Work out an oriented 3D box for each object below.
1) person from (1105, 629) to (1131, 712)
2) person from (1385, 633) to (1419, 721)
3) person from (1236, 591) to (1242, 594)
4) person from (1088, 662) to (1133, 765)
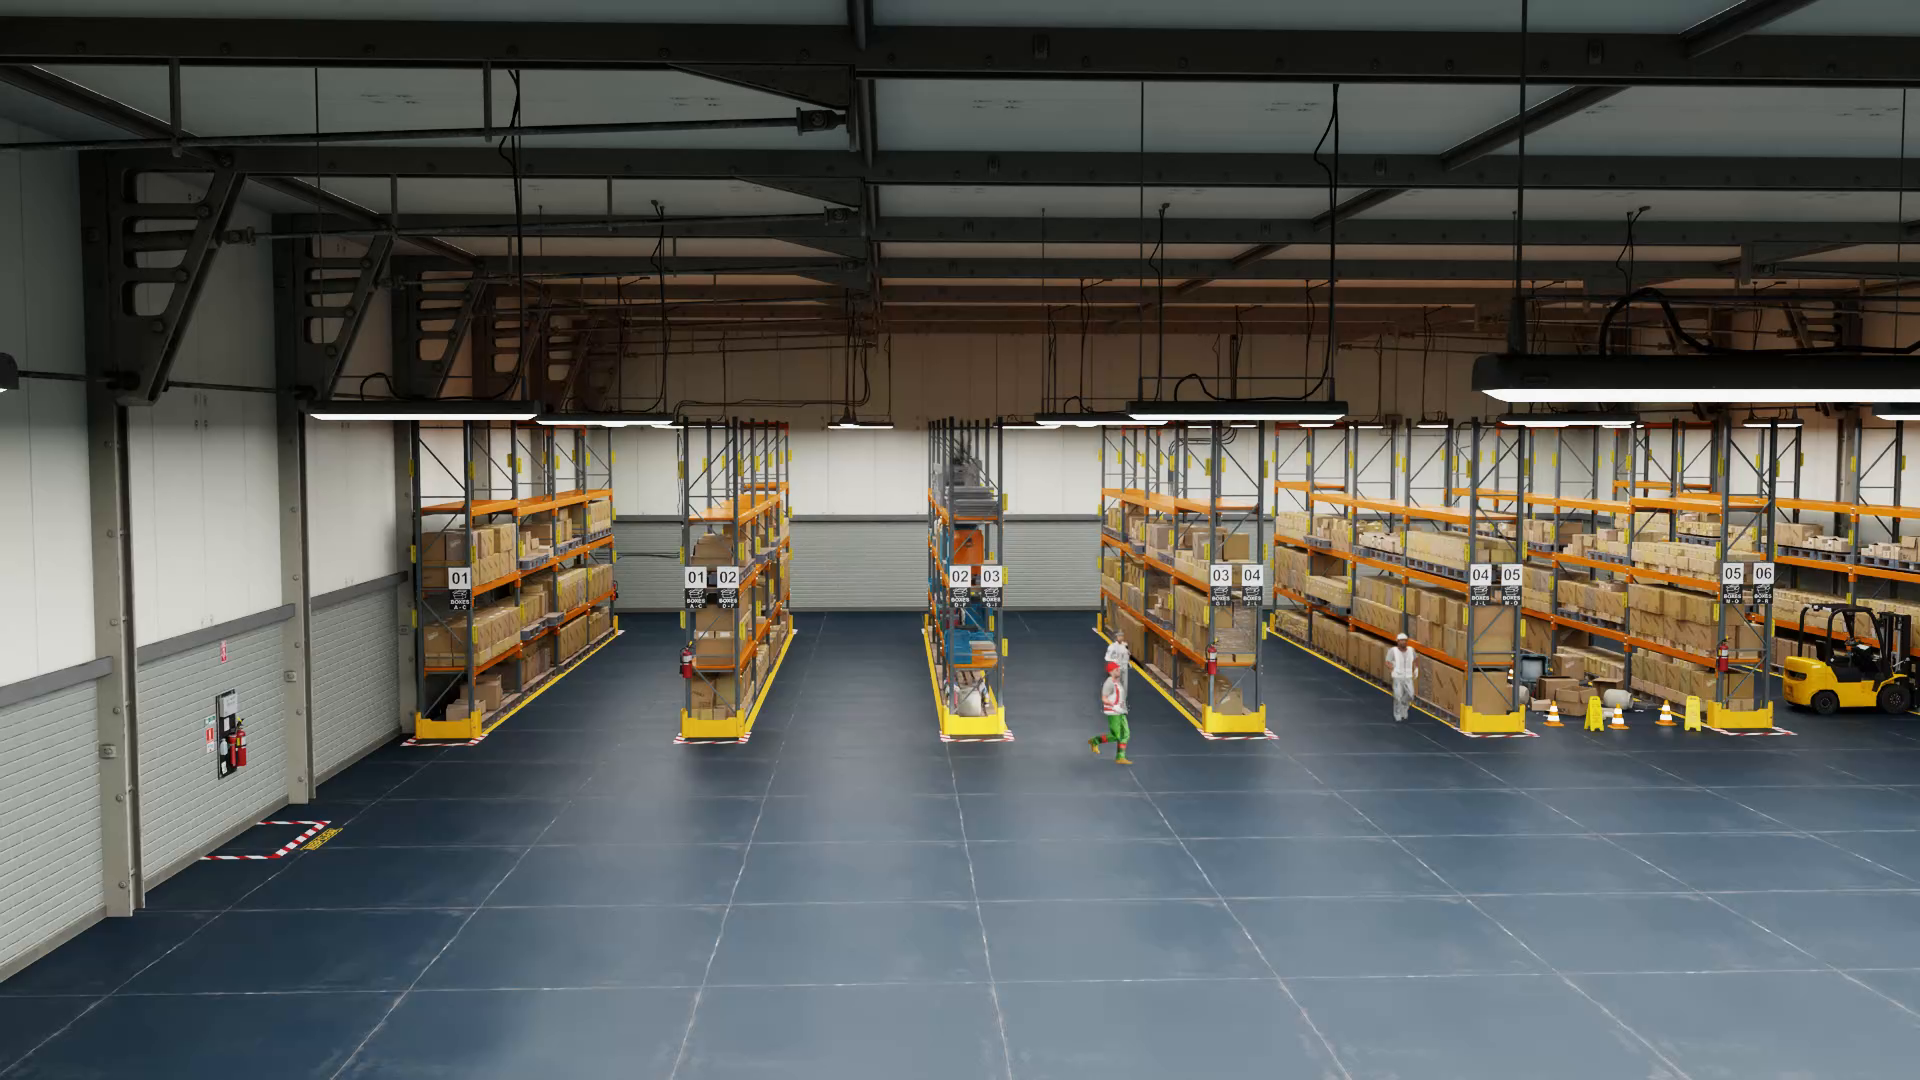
[{"bbox_3d":[3.268,2.653,34.060,0.618,1.664,0.890,-1,4,-18],"label":"person"},{"bbox_3d":[8.733,2.706,32.722,0.711,1.738,0.595,0,4,-3],"label":"person"},{"bbox_3d":[7.758,1.861,46.528,0.613,1.655,0.562,0,4,1],"label":"person"},{"bbox_3d":[2.615,2.980,28.685,0.788,1.761,0.661,2,4,24],"label":"person"}]
